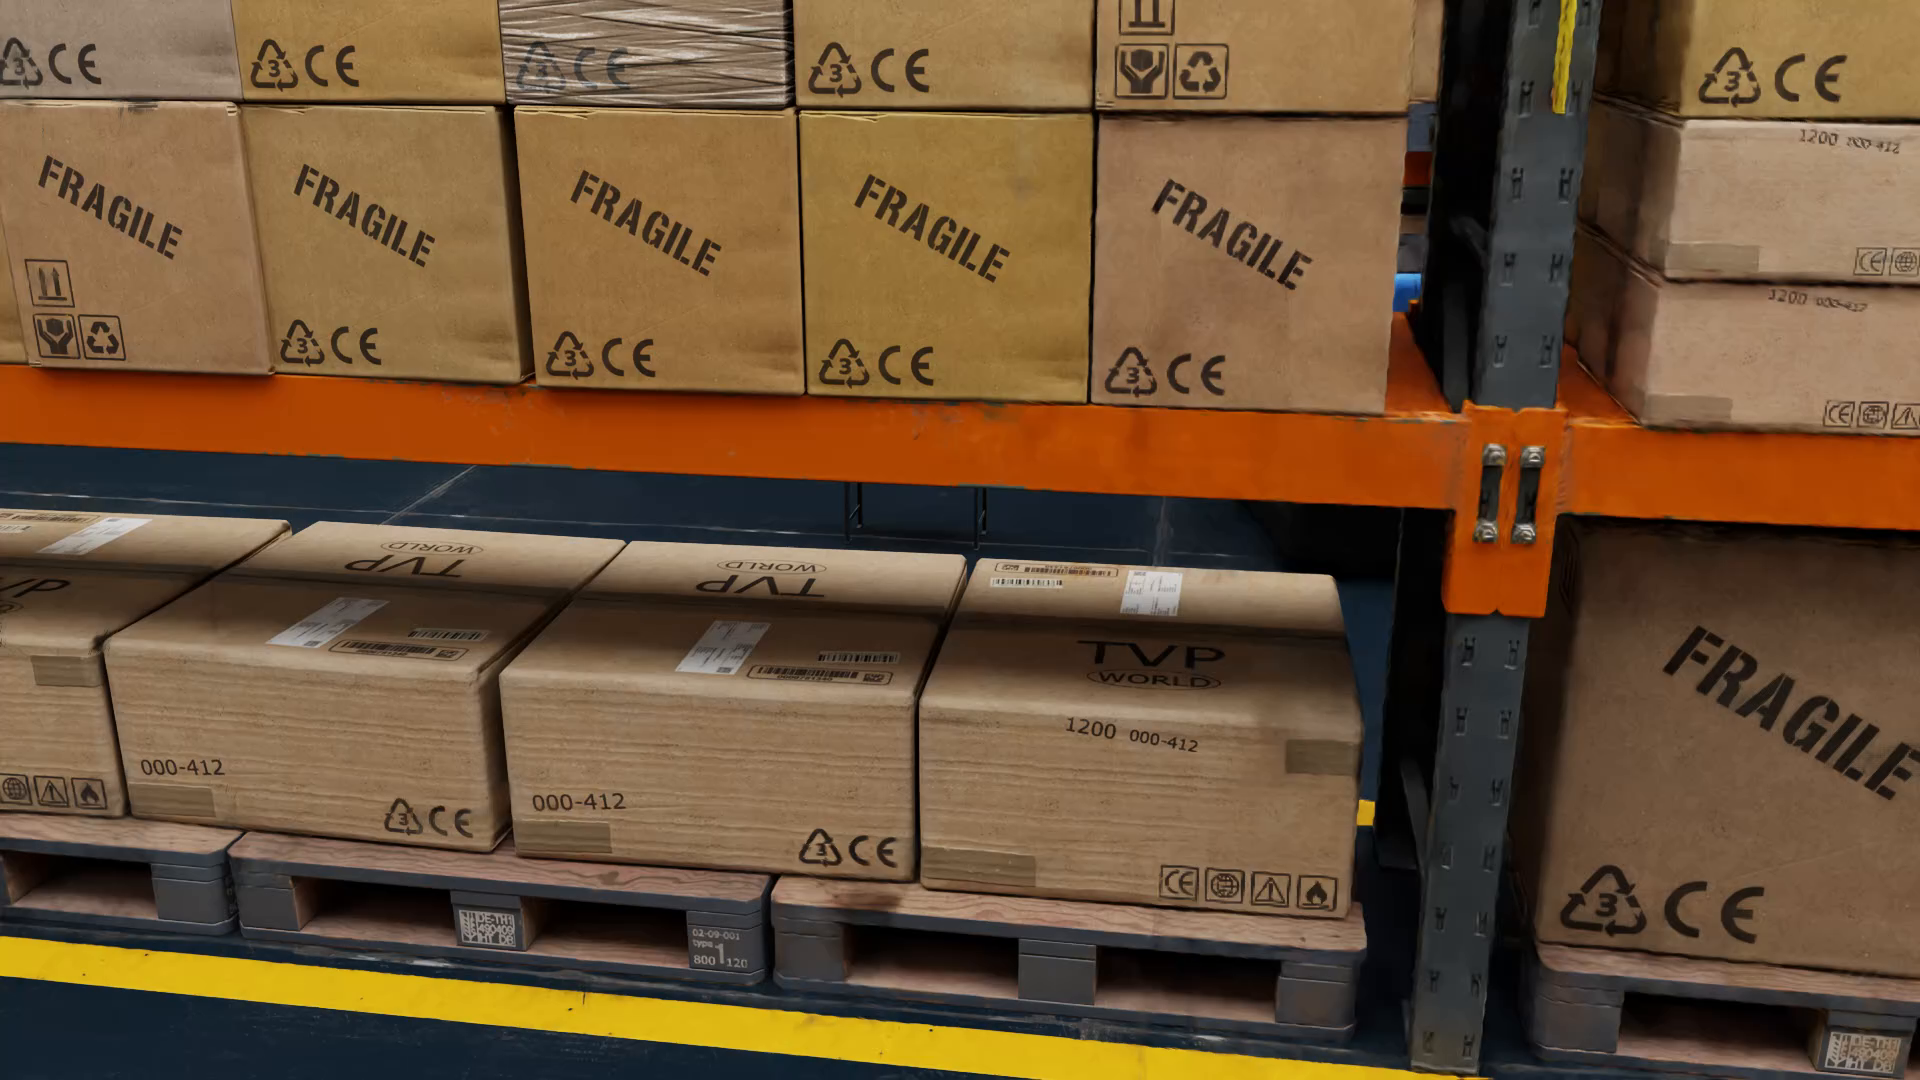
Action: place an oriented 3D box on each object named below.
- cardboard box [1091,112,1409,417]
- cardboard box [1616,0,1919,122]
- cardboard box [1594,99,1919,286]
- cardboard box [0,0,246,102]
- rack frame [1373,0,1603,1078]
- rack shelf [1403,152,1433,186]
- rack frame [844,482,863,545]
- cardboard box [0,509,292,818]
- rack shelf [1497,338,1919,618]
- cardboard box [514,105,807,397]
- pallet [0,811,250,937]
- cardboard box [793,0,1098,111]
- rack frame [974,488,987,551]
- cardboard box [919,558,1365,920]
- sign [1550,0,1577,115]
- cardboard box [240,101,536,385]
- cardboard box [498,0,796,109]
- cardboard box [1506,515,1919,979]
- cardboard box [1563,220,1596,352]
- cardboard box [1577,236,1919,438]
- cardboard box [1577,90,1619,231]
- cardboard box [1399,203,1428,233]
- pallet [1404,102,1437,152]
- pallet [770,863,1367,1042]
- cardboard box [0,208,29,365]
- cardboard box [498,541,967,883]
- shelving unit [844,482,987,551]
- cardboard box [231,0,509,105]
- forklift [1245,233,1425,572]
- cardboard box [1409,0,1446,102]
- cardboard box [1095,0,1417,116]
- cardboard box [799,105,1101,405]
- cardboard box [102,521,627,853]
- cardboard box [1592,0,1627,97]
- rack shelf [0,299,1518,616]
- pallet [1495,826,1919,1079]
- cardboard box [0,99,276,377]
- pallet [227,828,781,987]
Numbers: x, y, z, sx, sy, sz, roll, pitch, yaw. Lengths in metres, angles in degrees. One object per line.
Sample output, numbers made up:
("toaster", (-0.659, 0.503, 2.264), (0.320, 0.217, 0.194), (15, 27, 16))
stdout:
("cardboard box", (0.516, -0.536, 3.019), (0.500, 0.500, 0.500), (3, 19, 9))
("cardboard box", (1.404, -0.954, 2.695), (0.500, 0.500, 0.500), (3, 19, 9))
("cardboard box", (1.404, -0.600, 2.819), (0.500, 0.250, 0.500), (2, 19, 7))
("cardboard box", (-1.485, -1.107, 3.151), (0.500, 0.500, 0.500), (3, 19, 8))
("rack frame", (1.015, -0.545, 3.204), (0.127, 3.000, 1.000), (3, 19, 9))
("rack shelf", (3.773, -1.658, 7.666), (4.000, 0.370, 1.077), (3, 19, 9))
("rack frame", (-0.404, -0.590, 6.174), (0.015, 1.200, 0.240), (3, 19, 9))
("cardboard box", (-2.267, 0.272, 4.140), (0.875, 0.438, 0.875), (2, 19, 7))
("rack shelf", (2.989, -0.103, 3.018), (4.000, 0.370, 1.077), (3, 19, 9))
("cardboard box", (-0.491, -0.581, 3.153), (0.500, 0.500, 0.500), (3, 19, 8))
("pallet", (-2.133, 0.592, 4.202), (1.213, 0.211, 1.003), (3, 19, 9))
("cardboard box", (0.005, -1.032, 2.926), (0.500, 0.500, 0.500), (3, 19, 8))
("rack frame", (0.077, -0.565, 6.101), (0.015, 1.200, 0.240), (3, 19, 9))
("cardboard box", (0.412, 0.406, 3.739), (0.875, 0.438, 0.875), (3, 19, 8))
("sign", (0.928, -0.819, 2.535), (0.005, 0.325, 0.100), (3, 19, 9))
("cardboard box", (-1.006, -0.612, 3.246), (0.500, 0.500, 0.500), (4, 19, 10))
("cardboard box", (-0.499, -1.055, 2.994), (0.500, 0.500, 0.500), (3, 19, 9))
("cardboard box", (1.640, 0.270, 3.457), (0.875, 0.875, 0.875), (4, 19, 10))
("cardboard box", (1.498, -0.530, 3.397), (0.500, 0.250, 0.500), (2, 19, 7))
("cardboard box", (1.407, -0.369, 2.915), (0.500, 0.250, 0.500), (2, 19, 7))
("cardboard box", (1.489, -0.765, 3.310), (0.500, 0.250, 0.500), (3, 19, 9))
("cardboard box", (2.120, -1.480, 7.786), (0.250, 0.149, 0.380), (3, 19, 8))
("pallet", (2.570, -1.935, 7.661), (1.213, 0.211, 1.003), (3, 19, 9))
("pallet", (0.276, 0.715, 3.835), (1.213, 0.211, 1.003), (3, 19, 9))
("cardboard box", (-2.002, -0.663, 3.399), (0.500, 0.500, 0.500), (3, 19, 8))
("cardboard box", (-0.472, 0.361, 3.873), (0.875, 0.438, 0.875), (2, 19, 7))
("shelving unit", (-0.163, -0.577, 6.138), (0.503, 1.200, 0.258), (3, 19, 9))
("cardboard box", (-0.992, -1.082, 3.077), (0.500, 0.500, 0.500), (3, 19, 9))
("forklift", (2.643, -1.438, 5.982), (3.031, 2.935, 1.130), (-1, 19, -3))
("cardboard box", (2.241, -2.252, 7.488), (0.500, 0.500, 0.700), (3, 19, 10))
("cardboard box", (0.505, -1.004, 2.842), (0.500, 0.500, 0.500), (3, 19, 8))
("cardboard box", (0.007, -0.560, 3.091), (0.500, 0.500, 0.500), (2, 19, 7))
("cardboard box", (-1.362, 0.315, 4.011), (0.875, 0.438, 0.875), (3, 19, 10))
("cardboard box", (1.496, -1.123, 3.198), (0.500, 0.500, 0.500), (4, 19, 10))
("rack shelf", (-0.960, -0.304, 3.619), (4.000, 0.370, 1.077), (3, 19, 9))
("pallet", (1.789, 0.793, 3.601), (1.213, 0.211, 1.003), (3, 19, 9))
("cardboard box", (-1.503, -0.632, 3.306), (0.500, 0.500, 0.500), (3, 19, 8))
("pallet", (-0.932, 0.654, 4.016), (1.213, 0.211, 1.003), (3, 19, 9))
